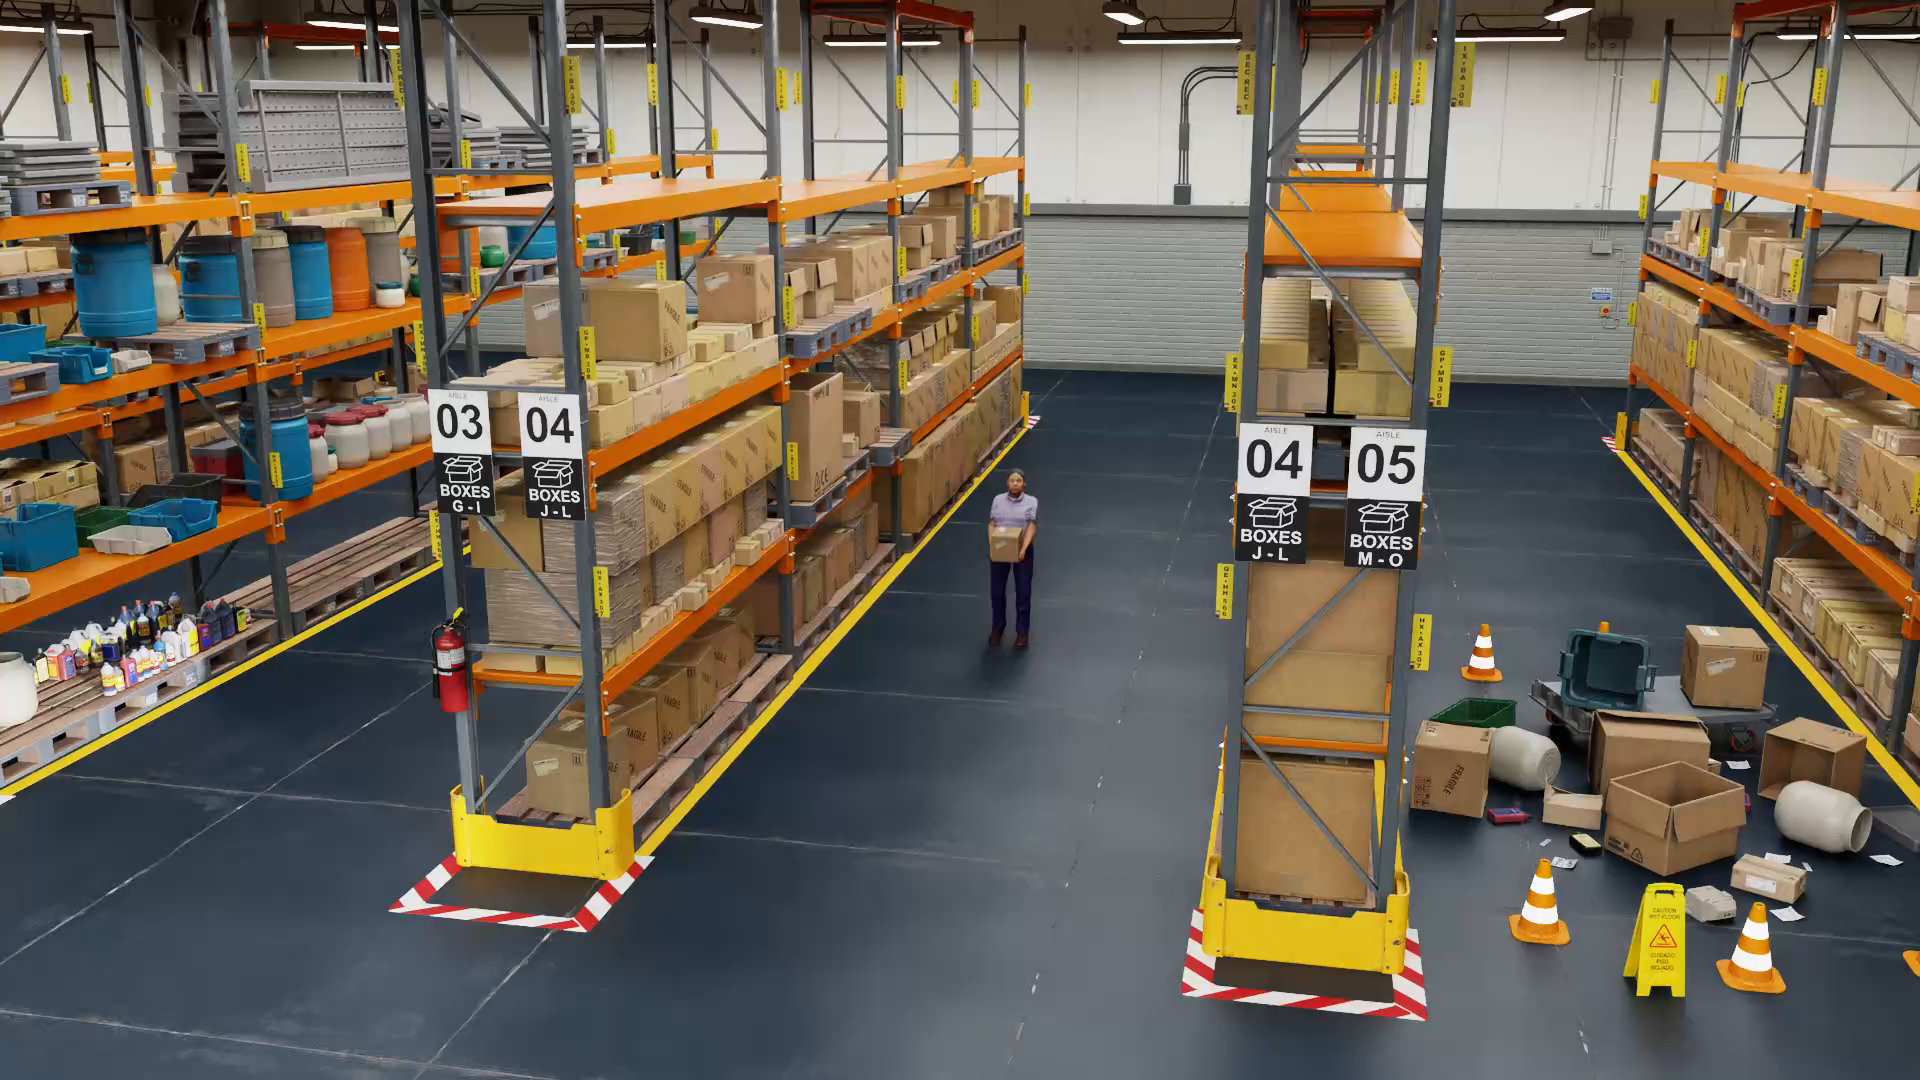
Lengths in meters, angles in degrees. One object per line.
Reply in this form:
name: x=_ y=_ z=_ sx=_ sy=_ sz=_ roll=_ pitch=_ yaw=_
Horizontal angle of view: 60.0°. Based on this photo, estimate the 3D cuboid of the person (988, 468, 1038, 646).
person: x=0.479 y=0.166 z=15.437 sx=0.452 sy=1.634 sz=0.523 roll=3 pitch=15 yaw=11
